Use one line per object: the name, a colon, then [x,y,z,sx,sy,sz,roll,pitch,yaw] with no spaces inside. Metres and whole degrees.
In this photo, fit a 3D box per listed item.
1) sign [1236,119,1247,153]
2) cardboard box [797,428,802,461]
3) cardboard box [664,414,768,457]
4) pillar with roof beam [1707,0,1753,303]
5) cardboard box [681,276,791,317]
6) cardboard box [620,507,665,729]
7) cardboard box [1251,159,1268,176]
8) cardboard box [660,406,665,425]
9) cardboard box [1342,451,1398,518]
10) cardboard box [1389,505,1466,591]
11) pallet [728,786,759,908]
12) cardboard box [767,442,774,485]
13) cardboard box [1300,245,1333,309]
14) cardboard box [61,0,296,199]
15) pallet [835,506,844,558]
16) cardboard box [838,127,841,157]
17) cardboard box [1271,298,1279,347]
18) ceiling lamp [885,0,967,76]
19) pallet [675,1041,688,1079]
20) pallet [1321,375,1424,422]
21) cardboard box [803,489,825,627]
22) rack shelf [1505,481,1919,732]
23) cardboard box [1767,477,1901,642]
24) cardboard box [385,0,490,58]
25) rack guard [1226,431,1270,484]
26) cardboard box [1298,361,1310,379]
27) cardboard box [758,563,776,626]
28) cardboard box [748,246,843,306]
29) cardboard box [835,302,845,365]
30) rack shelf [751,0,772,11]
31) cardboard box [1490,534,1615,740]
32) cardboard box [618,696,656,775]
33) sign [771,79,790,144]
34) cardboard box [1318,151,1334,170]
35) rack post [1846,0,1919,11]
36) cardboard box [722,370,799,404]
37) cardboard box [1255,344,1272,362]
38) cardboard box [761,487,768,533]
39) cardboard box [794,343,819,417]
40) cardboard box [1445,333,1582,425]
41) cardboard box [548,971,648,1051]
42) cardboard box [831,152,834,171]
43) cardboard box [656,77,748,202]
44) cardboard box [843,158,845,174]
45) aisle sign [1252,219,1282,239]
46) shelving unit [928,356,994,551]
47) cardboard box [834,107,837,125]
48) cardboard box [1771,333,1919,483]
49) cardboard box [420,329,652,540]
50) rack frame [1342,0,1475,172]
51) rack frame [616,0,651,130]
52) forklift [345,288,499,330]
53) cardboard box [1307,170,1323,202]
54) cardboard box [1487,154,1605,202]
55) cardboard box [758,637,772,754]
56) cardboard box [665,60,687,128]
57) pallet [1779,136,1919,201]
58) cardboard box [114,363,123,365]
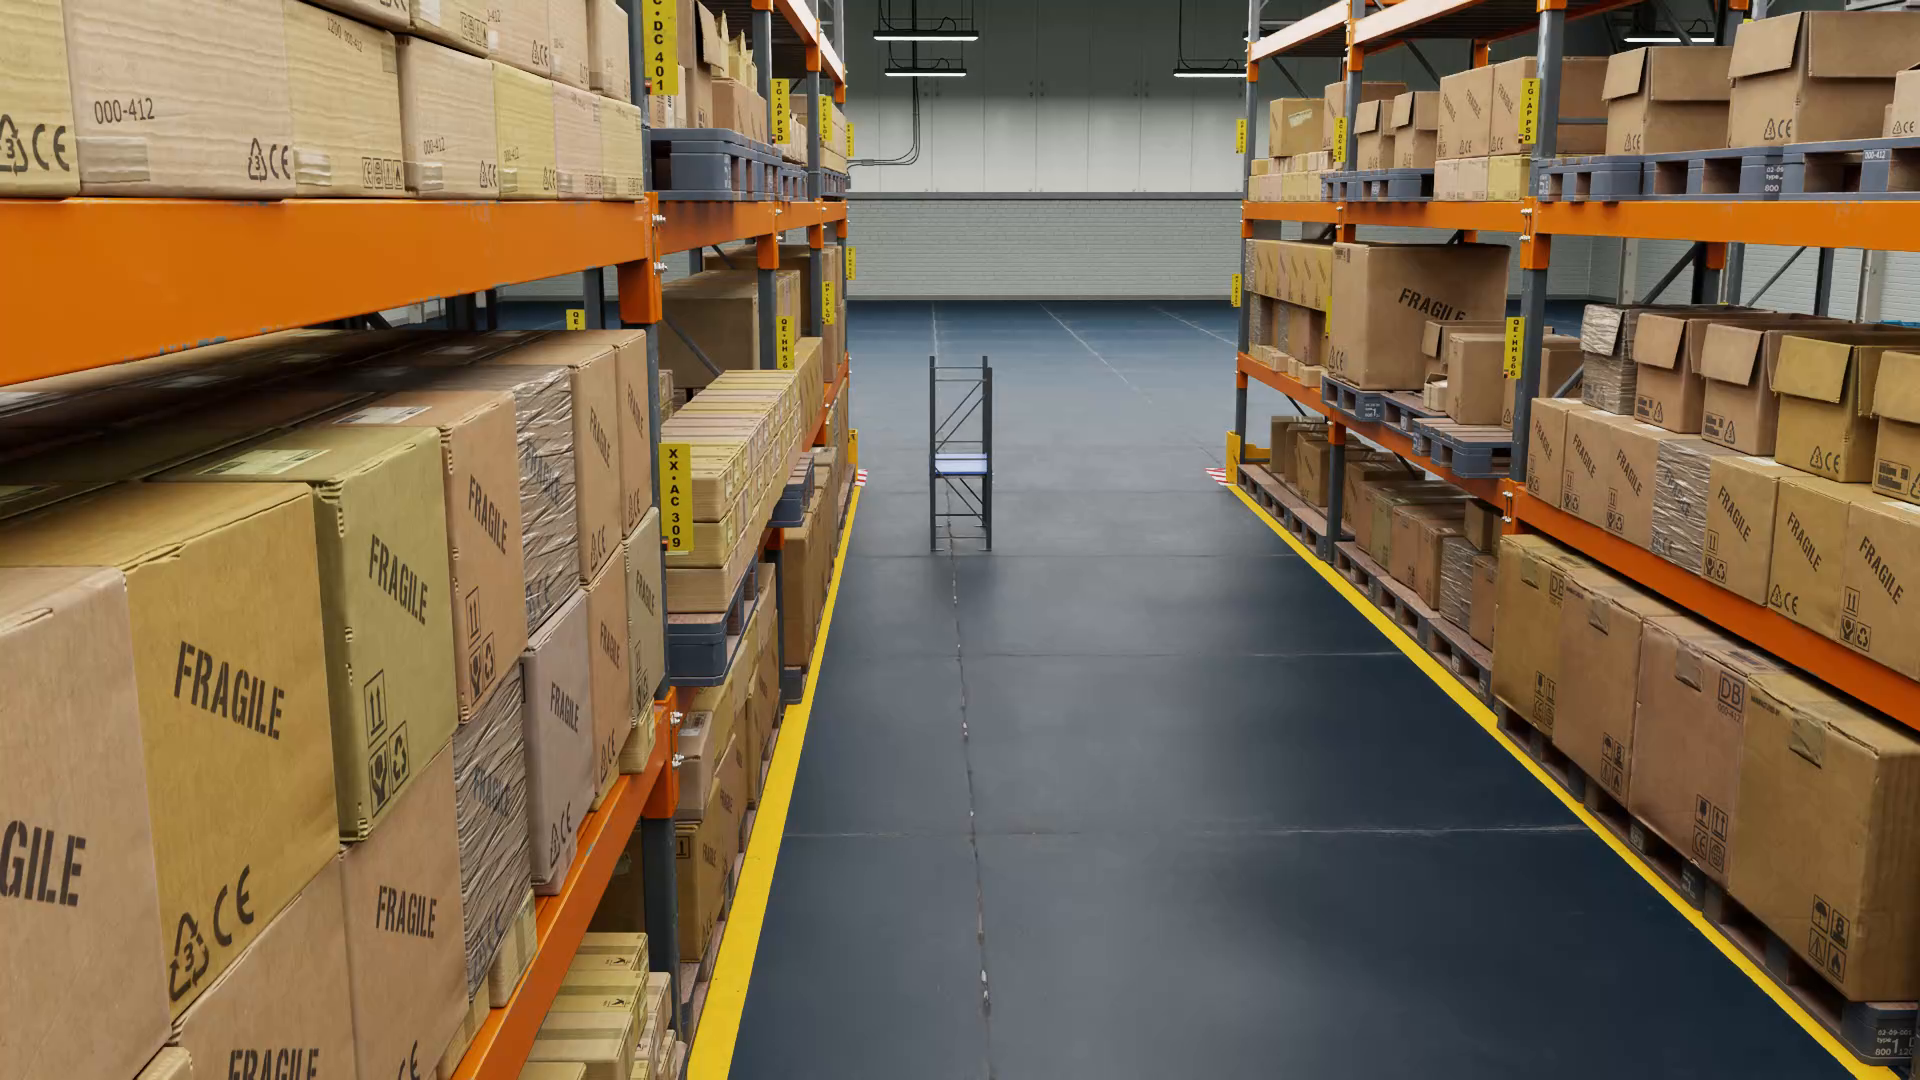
sign: [2.778,-3.981,16.395,0.100,0.325,0.005,0,11,-1]
cardboard box: [-1.006,-0.481,8.460,0.380,0.149,0.250,0,11,0]
cardboard box: [-0.969,-0.411,6.618,0.380,0.149,0.250,0,11,1]
pillar with roof beam: [14.256,-9.703,39.256,9.100,9.000,0.548,0,11,-1]
cardboard box: [-1.519,-1.527,11.276,0.700,0.500,0.500,0,11,-1]
cardboard box: [-1.101,0.201,4.524,0.500,0.500,0.500,0,11,-1]
cardboard box: [3.003,-3.569,15.938,0.380,0.149,0.250,0,11,0]
cardboard box: [-1.659,-0.572,8.161,0.380,0.149,0.250,0,11,2]
cardboard box: [3.415,-0.464,14.032,0.500,0.500,0.500,4,12,17]
cardboard box: [3.397,0.048,11.459,0.700,0.500,0.500,-1,12,-6]
pallet: [-1.439,1.270,7.270,1.003,0.211,1.213,0,11,-1]
cardboard box: [-0.976,-0.319,6.913,0.380,0.149,0.250,0,11,-2]
cardboard box: [3.107,-2.162,13.658,0.500,0.500,0.500,0,11,-1]
cardboard box: [-1.071,-0.496,1.790,0.500,0.250,0.500,0,11,1]
pallet: [-1.496,-0.074,13.894,1.003,0.211,1.213,0,11,-1]
cardboard box: [-1.333,-3.586,14.969,0.500,0.250,0.500,0,11,-1]
cardboard box: [3.434,-2.071,15.725,0.875,0.500,0.500,0,11,-1]
ceiling lamp: [-0.840,-12.927,40.463,2.000,3.185,0.800,0,11,-1]
pallet: [-1.344,1.801,4.652,1.003,0.211,1.213,0,11,-1]
pallet: [3.273,-1.043,12.139,1.003,0.211,1.213,0,11,-1]
cardboard box: [-1.420,0.107,10.588,1.050,0.750,0.750,0,11,0]
rack shelf: [3.527,0.256,7.064,1.077,0.370,4.000,0,11,-1]
cardboard box: [3.282,0.061,5.961,0.500,0.500,0.500,0,11,1]
cardboard box: [-1.082,-0.939,2.717,0.500,0.250,0.500,-1,11,-3]
rack guard: [3.322,-0.845,16.965,1.175,0.500,0.348,0,11,-1]
cardboard box: [3.128,-1.457,14.327,0.380,0.149,0.250,0,11,-1]
cardboard box: [-1.199,0.292,8.419,0.500,0.250,0.500,-1,11,-2]
cardboard box: [-1.568,-2.504,15.766,0.875,0.550,0.550,0,11,-1]
cardboard box: [-1.555,-1.975,15.874,0.875,0.550,0.550,0,11,-1]
rack shelf: [-1.434,-2.488,6.506,1.077,0.370,4.000,0,11,-1]
cardboard box: [3.479,0.478,8.445,1.225,0.875,0.875,-1,11,-4]
cardboard box: [-1.039,0.531,4.531,0.380,0.149,0.250,-1,11,-3]
sign: [-0.933,-2.220,8.610,0.100,0.325,0.005,0,11,-1]
cardboard box: [3.101,-3.048,13.369,0.380,0.149,0.250,-1,11,-4]
rack post: [8.343,-4.623,14.405,0.937,0.300,0.954,0,11,-2]
cardboard box: [-1.007,-0.773,8.404,0.380,0.149,0.250,-1,11,-3]
cardboard box: [3.064,-1.805,16.041,0.380,0.149,0.250,0,11,-1]
cardboard box: [-0.974,-0.122,6.690,0.380,0.149,0.250,0,11,-2]
cardboard box: [-1.270,-1.135,11.860,0.500,0.500,0.500,0,11,-2]
cardboard box: [3.323,-0.967,9.974,0.700,0.500,0.500,1,12,7]
cardboard box: [-1.080,1.321,4.621,0.380,0.149,0.250,0,11,0]
cardboard box: [-1.249,-3.167,13.906,0.380,0.149,0.250,0,11,-2]
cardboard box: [-1.180,-1.702,7.109,0.500,0.500,0.500,0,11,-1]
cardboard box: [-1.285,-3.520,15.647,0.380,0.149,0.250,0,11,0]
aisle sign: [3.019,-3.370,16.587,0.394,0.787,0.004,0,11,-1]
shelving unit: [-0.002,-0.752,13.994,0.538,1.500,1.048,0,11,-1]
cardboard box: [-1.258,-3.658,14.320,0.380,0.149,0.250,0,11,-1]
cardboard box: [3.544,-0.503,6.222,0.797,0.503,0.637,0,11,-1]
cardboard box: [-1.113,-0.292,4.438,0.500,0.500,0.500,-1,11,-3]
rack frame: [3.403,-4.230,12.275,1.000,3.000,0.127,0,11,-1]
rack frame: [-1.393,-2.639,4.435,1.000,3.000,0.127,0,11,-1]
forklift: [-3.723,-0.998,11.606,1.130,2.935,3.031,-2,12,-8]
cardboard box: [3.132,-2.880,13.542,0.500,0.250,0.500,0,11,0]
cardboard box: [3.230,-1.985,9.130,0.500,0.250,0.500,0,11,-1]
cardboard box: [-1.194,0.758,8.010,0.500,0.500,0.500,0,11,1]
cardboard box: [-1.201,-1.507,5.567,0.500,0.311,0.500,0,11,-2]
pallet: [3.500,-1.258,5.651,0.805,0.209,1.217,-1,11,-3]
cardboard box: [-6.255,-1.460,11.656,0.500,0.500,0.500,0,11,-1]
